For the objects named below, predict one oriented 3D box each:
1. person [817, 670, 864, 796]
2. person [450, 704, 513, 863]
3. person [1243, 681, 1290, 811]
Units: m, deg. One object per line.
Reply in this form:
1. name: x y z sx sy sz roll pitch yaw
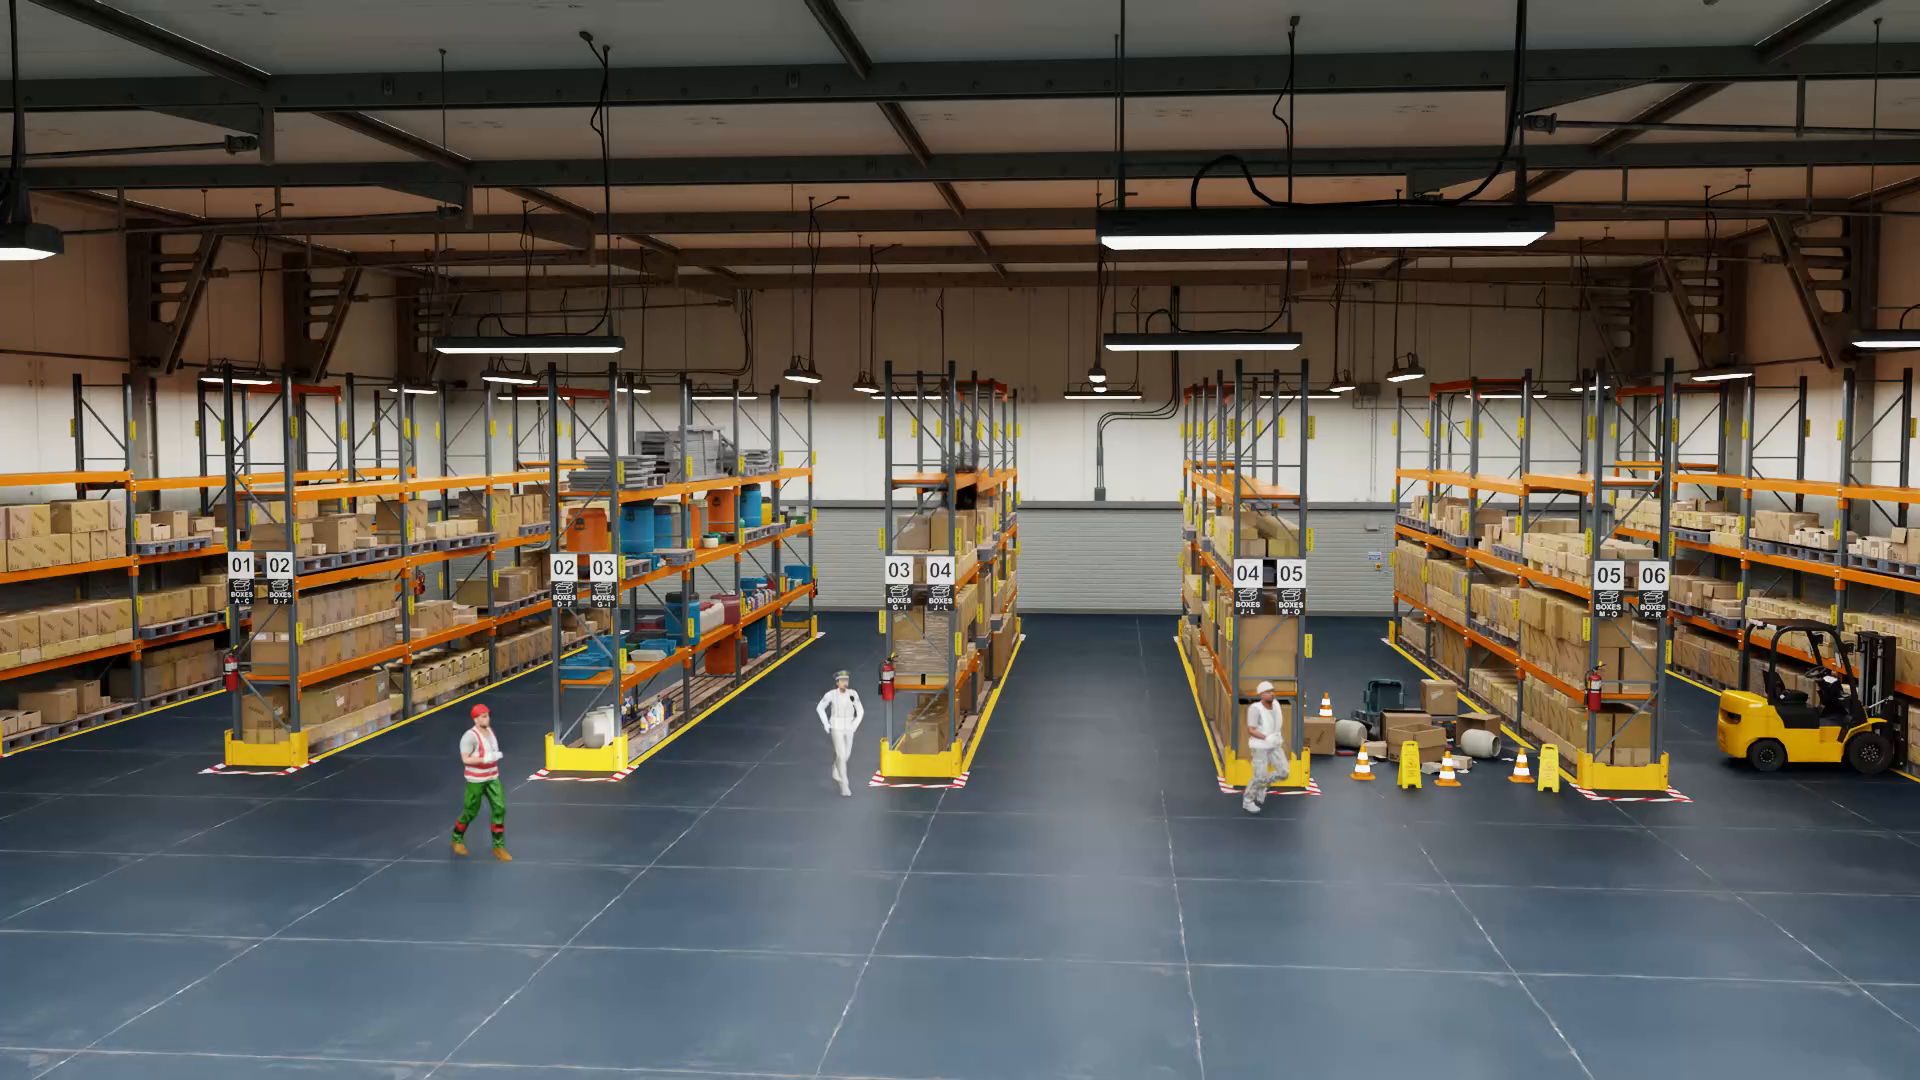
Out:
1. person: -1.653 2.651 23.187 0.637 1.703 0.835 -2 4 -23
2. person: -5.587 2.823 19.348 0.810 1.844 0.661 2 4 30
3. person: 4.031 2.702 21.701 0.716 1.732 0.715 -3 5 -34
